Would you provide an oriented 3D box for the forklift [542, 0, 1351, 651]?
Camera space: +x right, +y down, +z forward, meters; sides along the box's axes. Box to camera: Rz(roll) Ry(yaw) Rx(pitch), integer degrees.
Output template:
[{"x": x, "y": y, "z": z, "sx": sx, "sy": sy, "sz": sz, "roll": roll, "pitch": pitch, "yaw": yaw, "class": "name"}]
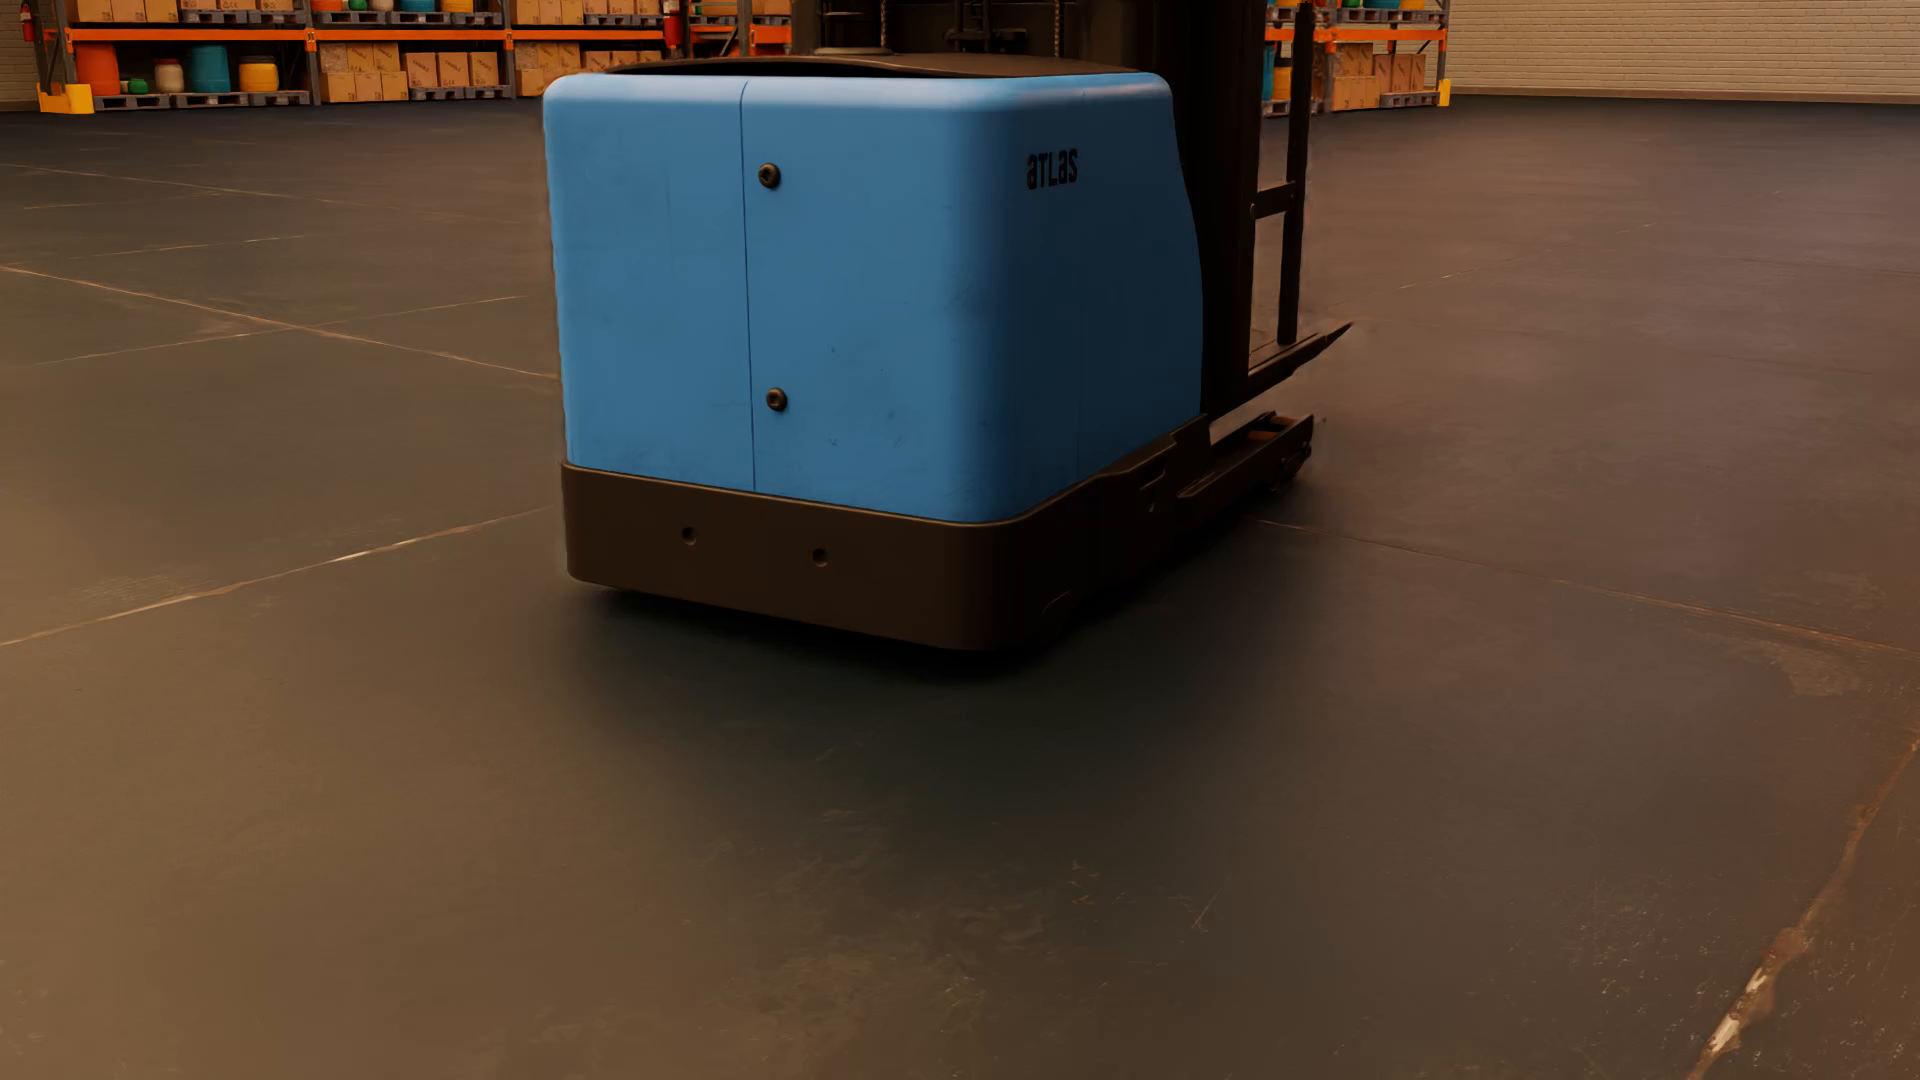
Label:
[{"x": 0.309, "y": -1.579, "z": 4.099, "sx": 1.130, "sy": 2.935, "sz": 3.031, "roll": 9, "pitch": 19, "yaw": 26, "class": "forklift"}]
